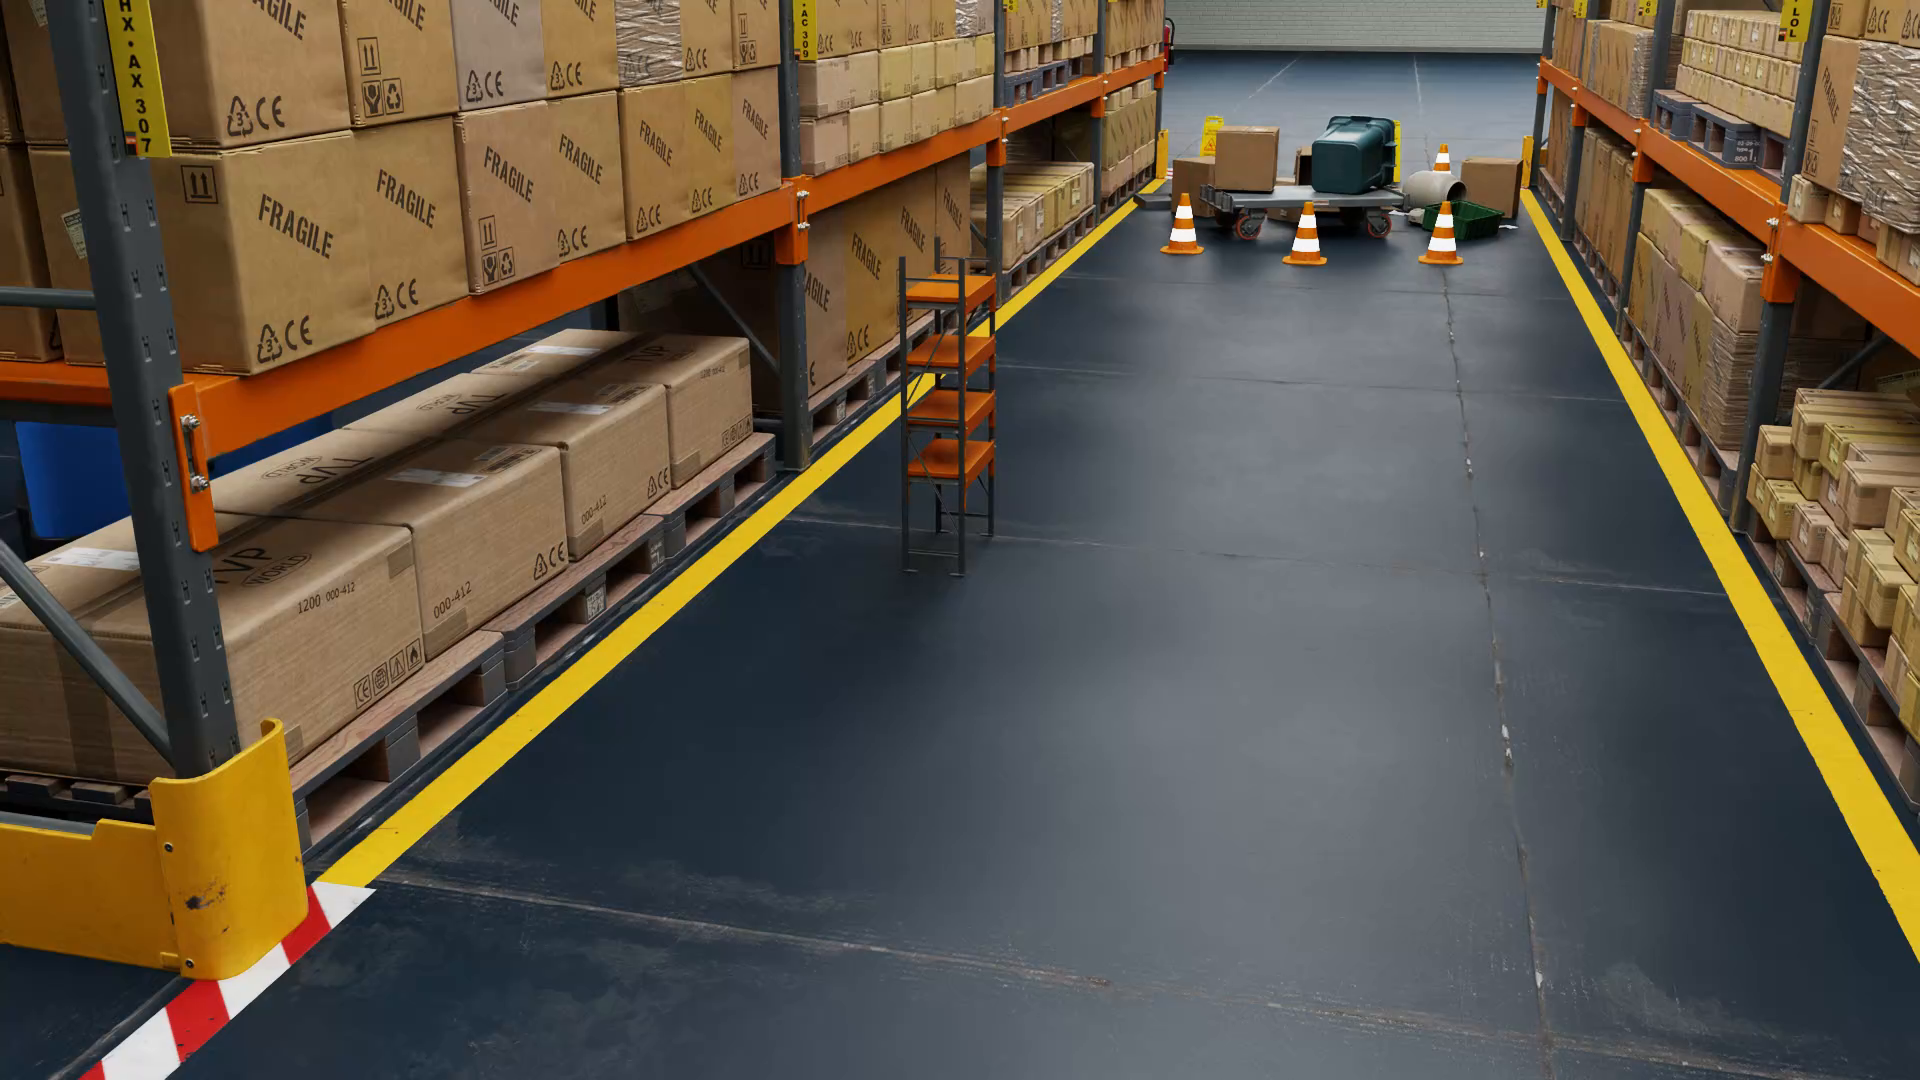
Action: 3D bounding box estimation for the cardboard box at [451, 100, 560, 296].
[{"bbox_3d":[-1.532,-1.017,4.871,0.500,0.500,0.500,5,19,13],"label":"cardboard box"}]

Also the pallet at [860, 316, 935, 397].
[{"bbox_3d":[-0.777,-1.089,9.550,1.003,0.211,1.213,5,19,13],"label":"pallet"}]

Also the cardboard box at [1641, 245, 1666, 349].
[{"bbox_3d":[4.074,-1.328,9.153,0.500,0.500,0.500,5,19,14],"label":"cardboard box"}]

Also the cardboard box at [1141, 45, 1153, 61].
[{"bbox_3d":[1.788,-5.036,17.179,0.380,0.149,0.250,5,19,14],"label":"cardboard box"}]

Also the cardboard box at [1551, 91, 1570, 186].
[{"bbox_3d":[6.253,-3.879,16.041,0.875,0.875,0.875,4,19,13],"label":"cardboard box"}]

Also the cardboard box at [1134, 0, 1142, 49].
[{"bbox_3d":[1.483,-5.064,16.259,0.500,0.500,0.500,5,19,14],"label":"cardboard box"}]

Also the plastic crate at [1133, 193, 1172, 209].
[{"bbox_3d":[1.945,-3.331,16.315,0.402,0.080,0.583,-2,19,-6],"label":"plastic crate"}]

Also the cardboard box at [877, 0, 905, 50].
[{"bbox_3d":[-0.580,-2.732,8.343,0.500,0.500,0.500,4,19,12],"label":"cardboard box"}]

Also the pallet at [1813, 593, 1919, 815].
[{"bbox_3d":[3.210,0.498,4.902,1.003,0.211,1.213,5,19,13],"label":"pallet"}]

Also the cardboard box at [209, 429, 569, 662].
[{"bbox_3d":[-1.886,-0.012,5.397,0.875,0.438,0.875,5,20,15],"label":"cardboard box"}]

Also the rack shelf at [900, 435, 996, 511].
[{"bbox_3d":[-0.040,-0.264,6.428,0.258,0.148,0.480,5,19,13],"label":"rack shelf"}]

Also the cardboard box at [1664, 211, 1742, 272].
[{"bbox_3d":[3.953,-1.532,8.591,0.500,0.250,0.500,5,19,14],"label":"cardboard box"}]

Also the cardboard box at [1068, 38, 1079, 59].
[{"bbox_3d":[0.739,-3.937,13.311,0.380,0.149,0.250,5,19,14],"label":"cardboard box"}]

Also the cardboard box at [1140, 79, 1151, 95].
[{"bbox_3d":[1.776,-4.706,17.265,0.380,0.149,0.250,5,20,15],"label":"cardboard box"}]

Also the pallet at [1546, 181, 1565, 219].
[{"bbox_3d":[6.148,-3.222,15.793,1.003,0.211,1.213,5,19,13],"label":"pallet"}]

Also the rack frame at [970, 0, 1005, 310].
[{"bbox_3d":[-0.211,-3.031,10.921,1.000,3.000,0.127,5,19,13],"label":"rack frame"}]

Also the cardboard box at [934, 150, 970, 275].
[{"bbox_3d":[-0.461,-2.014,10.582,0.875,0.875,0.875,4,19,13],"label":"cardboard box"}]

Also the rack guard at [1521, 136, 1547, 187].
[{"bbox_3d":[6.574,-4.004,17.637,1.175,0.500,0.348,5,19,13],"label":"rack guard"}]

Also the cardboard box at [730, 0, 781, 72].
[{"bbox_3d":[-1.036,-2.128,6.576,0.500,0.500,0.500,4,19,13],"label":"cardboard box"}]

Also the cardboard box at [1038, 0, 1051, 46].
[{"bbox_3d":[0.367,-3.872,12.117,0.500,0.500,0.500,5,19,14],"label":"cardboard box"}]

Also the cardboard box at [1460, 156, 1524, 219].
[{"bbox_3d":[4.975,-3.311,15.605,0.500,0.500,0.500,8,21,23],"label":"cardboard box"}]

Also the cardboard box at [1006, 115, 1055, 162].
[{"bbox_3d":[0.650,-3.744,15.452,0.500,0.500,0.500,4,19,13],"label":"cardboard box"}]

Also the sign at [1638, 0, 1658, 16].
[{"bbox_3d":[4.074,-3.263,9.807,0.100,0.325,0.005,5,19,13],"label":"sign"}]

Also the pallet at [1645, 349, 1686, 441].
[{"bbox_3d":[4.121,-0.726,8.487,1.003,0.211,1.213,5,19,13],"label":"pallet"}]

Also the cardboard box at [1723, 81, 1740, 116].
[{"bbox_3d":[3.921,-2.130,8.023,0.380,0.149,0.250,4,19,12],"label":"cardboard box"}]

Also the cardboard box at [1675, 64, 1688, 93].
[{"bbox_3d":[4.308,-2.627,9.478,0.380,0.149,0.250,4,19,13],"label":"cardboard box"}]

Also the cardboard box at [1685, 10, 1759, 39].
[{"bbox_3d":[4.311,-2.902,9.363,0.380,0.149,0.250,5,19,13],"label":"cardboard box"}]

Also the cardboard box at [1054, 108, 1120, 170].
[{"bbox_3d":[1.172,-3.701,15.326,0.500,0.500,0.500,6,20,16],"label":"cardboard box"}]

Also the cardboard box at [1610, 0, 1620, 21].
[{"bbox_3d":[5.475,-4.290,12.905,0.700,0.500,0.500,4,19,12],"label":"cardboard box"}]

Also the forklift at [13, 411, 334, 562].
[{"bbox_3d":[-3.453,-1.591,6.811,1.130,2.935,3.031,-10,21,-27],"label":"forklift"}]

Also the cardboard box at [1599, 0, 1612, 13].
[{"bbox_3d":[5.714,-4.620,13.672,0.875,0.550,0.550,5,19,13],"label":"cardboard box"}]

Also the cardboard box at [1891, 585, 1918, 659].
[{"bbox_3d":[2.831,0.252,4.610,0.380,0.149,0.250,6,20,16],"label":"cardboard box"}]

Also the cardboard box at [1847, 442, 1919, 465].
[{"bbox_3d":[3.171,-0.209,5.500,0.380,0.149,0.250,4,19,12],"label":"cardboard box"}]

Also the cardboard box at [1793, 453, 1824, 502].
[{"bbox_3d":[3.262,-0.234,6.032,0.380,0.149,0.250,5,19,14],"label":"cardboard box"}]

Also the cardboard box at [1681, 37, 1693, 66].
[{"bbox_3d":[4.301,-2.757,9.397,0.380,0.149,0.250,6,20,16],"label":"cardboard box"}]

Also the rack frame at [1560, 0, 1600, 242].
[{"bbox_3d":[5.591,-3.926,13.540,1.000,3.000,0.127,5,19,13],"label":"rack frame"}]

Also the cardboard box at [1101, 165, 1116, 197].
[{"bbox_3d":[1.172,-3.346,15.447,0.500,0.250,0.500,4,19,11],"label":"cardboard box"}]

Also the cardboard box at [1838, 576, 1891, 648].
[{"bbox_3d":[2.958,0.231,5.132,0.380,0.149,0.250,4,19,12],"label":"cardboard box"}]

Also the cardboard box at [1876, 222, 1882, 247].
[{"bbox_3d":[3.172,-0.977,5.296,0.380,0.149,0.250,4,19,11],"label":"cardboard box"}]

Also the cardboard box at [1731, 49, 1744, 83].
[{"bbox_3d":[3.925,-2.268,7.966,0.380,0.149,0.250,5,20,15],"label":"cardboard box"}]

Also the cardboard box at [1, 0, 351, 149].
[{"bbox_3d":[-1.773,-1.172,3.777,0.500,0.500,0.500,4,19,12],"label":"cardboard box"}]

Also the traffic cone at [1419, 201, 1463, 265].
[{"bbox_3d":[3.799,-2.424,13.068,0.336,0.463,0.334,5,19,13],"label":"traffic cone"}]

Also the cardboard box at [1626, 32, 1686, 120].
[{"bbox_3d":[4.463,-2.882,10.329,0.500,0.500,0.500,5,19,13],"label":"cardboard box"}]

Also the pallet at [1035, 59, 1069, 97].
[{"bbox_3d":[0.233,-3.564,12.778,1.003,0.211,1.213,5,19,13],"label":"pallet"}]

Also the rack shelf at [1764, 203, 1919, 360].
[{"bbox_3d":[3.147,-0.451,4.480,1.077,0.370,4.000,5,19,13],"label":"rack shelf"}]

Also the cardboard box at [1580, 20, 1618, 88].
[{"bbox_3d":[5.201,-3.829,13.103,0.500,0.500,0.500,5,19,14],"label":"cardboard box"}]

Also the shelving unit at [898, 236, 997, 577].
[{"bbox_3d":[-0.040,-0.516,6.342,0.258,1.200,0.503,5,19,13],"label":"shelving unit"}]

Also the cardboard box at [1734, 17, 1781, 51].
[{"bbox_3d":[3.928,-2.414,7.932,0.380,0.149,0.250,4,19,13],"label":"cardboard box"}]

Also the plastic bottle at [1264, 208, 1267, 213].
[{"bbox_3d":[2.900,-3.151,15.817,0.133,0.061,0.283,8,21,23],"label":"plastic bottle"}]

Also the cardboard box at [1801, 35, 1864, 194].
[{"bbox_3d":[3.271,-1.471,5.738,0.500,0.500,0.500,4,19,12],"label":"cardboard box"}]

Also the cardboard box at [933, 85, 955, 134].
[{"bbox_3d":[-0.331,-2.463,9.490,0.500,0.250,0.500,4,19,13],"label":"cardboard box"}]

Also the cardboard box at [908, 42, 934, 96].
[{"bbox_3d":[-0.437,-2.539,8.939,0.500,0.250,0.500,4,19,12],"label":"cardboard box"}]
